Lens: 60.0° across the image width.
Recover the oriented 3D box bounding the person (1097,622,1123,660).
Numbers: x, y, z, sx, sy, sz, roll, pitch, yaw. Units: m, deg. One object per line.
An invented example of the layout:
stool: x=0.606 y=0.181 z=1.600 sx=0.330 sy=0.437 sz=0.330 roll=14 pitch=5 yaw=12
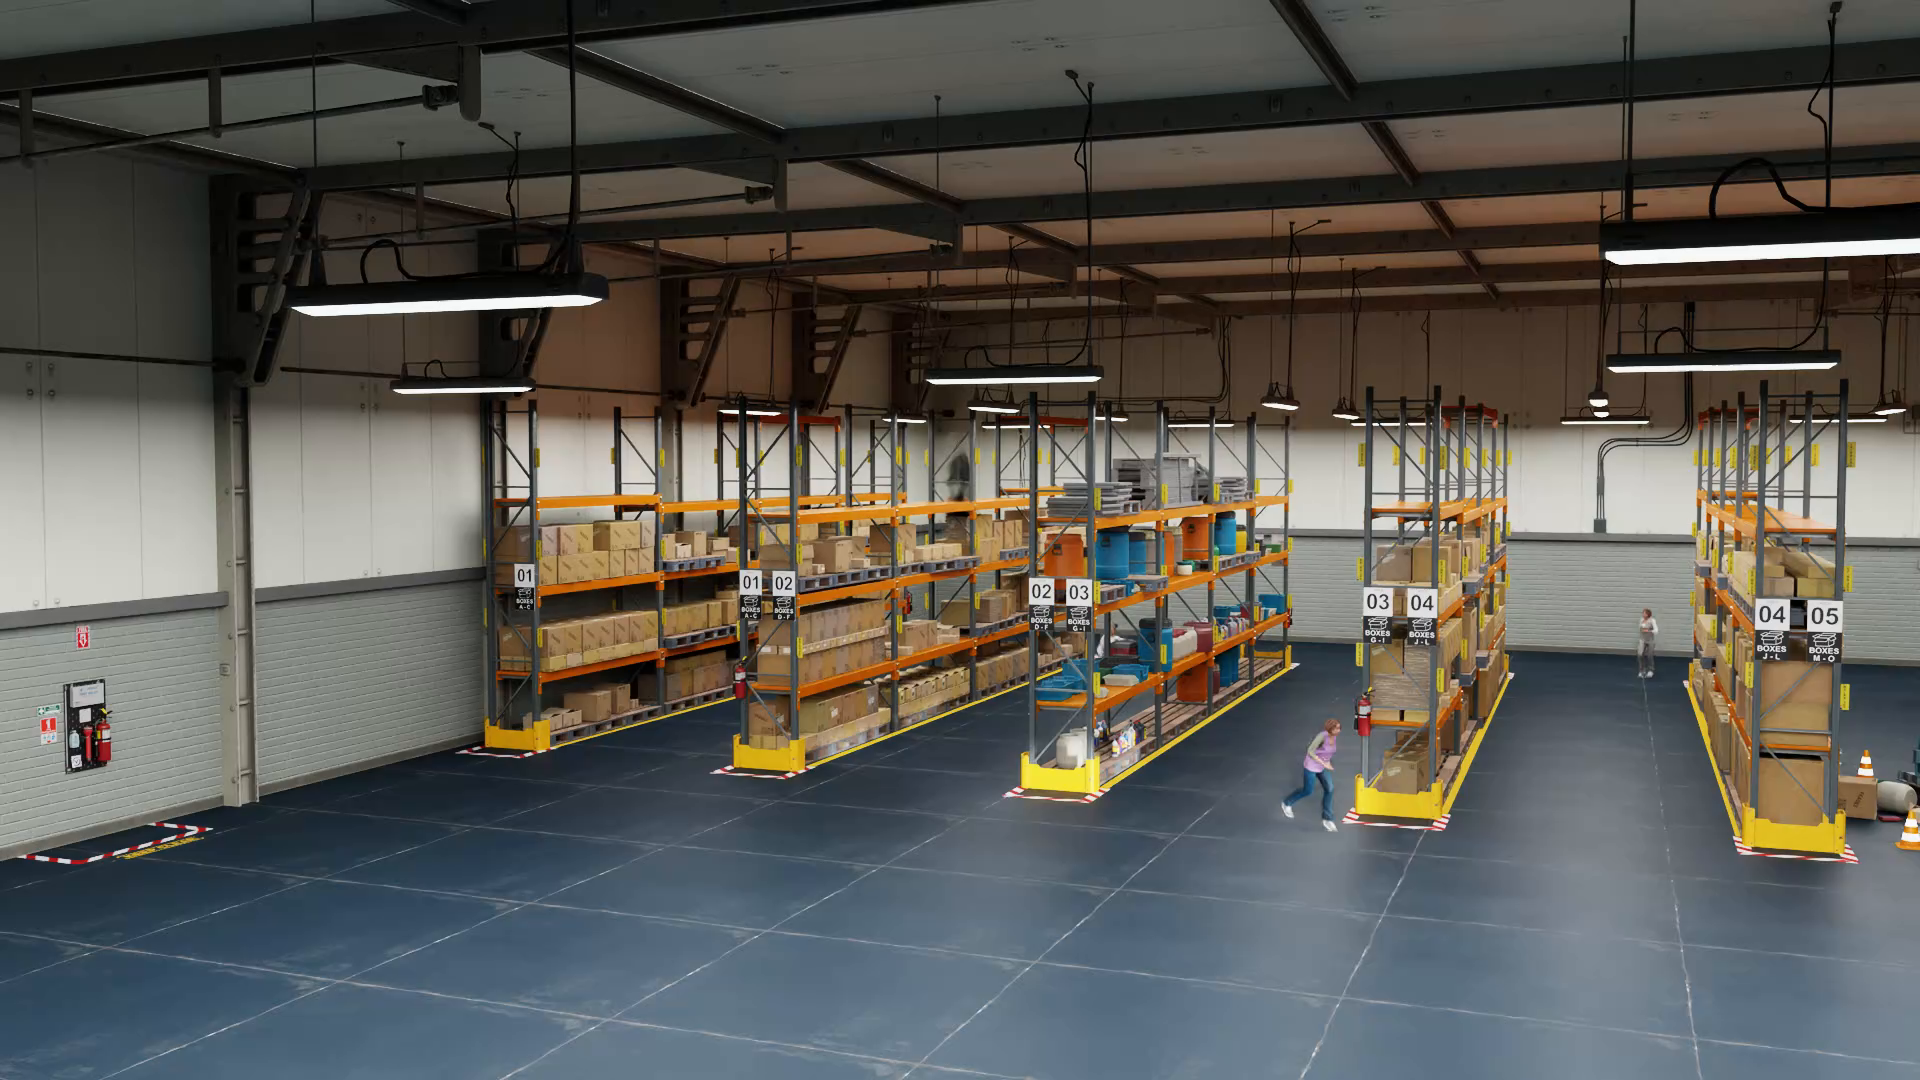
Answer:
person: x=3.102 y=2.496 z=33.972 sx=0.625 sy=1.654 sz=0.724 roll=1 pitch=3 yaw=17

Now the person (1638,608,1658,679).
person: x=15.576 y=2.359 z=37.669 sx=0.697 sy=1.637 sz=0.507 roll=-3 pitch=4 yaw=-43

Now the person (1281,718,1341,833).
person: x=4.769 y=3.146 z=22.569 sx=0.909 sy=1.546 sz=0.577 roll=3 pitch=4 yaw=44
